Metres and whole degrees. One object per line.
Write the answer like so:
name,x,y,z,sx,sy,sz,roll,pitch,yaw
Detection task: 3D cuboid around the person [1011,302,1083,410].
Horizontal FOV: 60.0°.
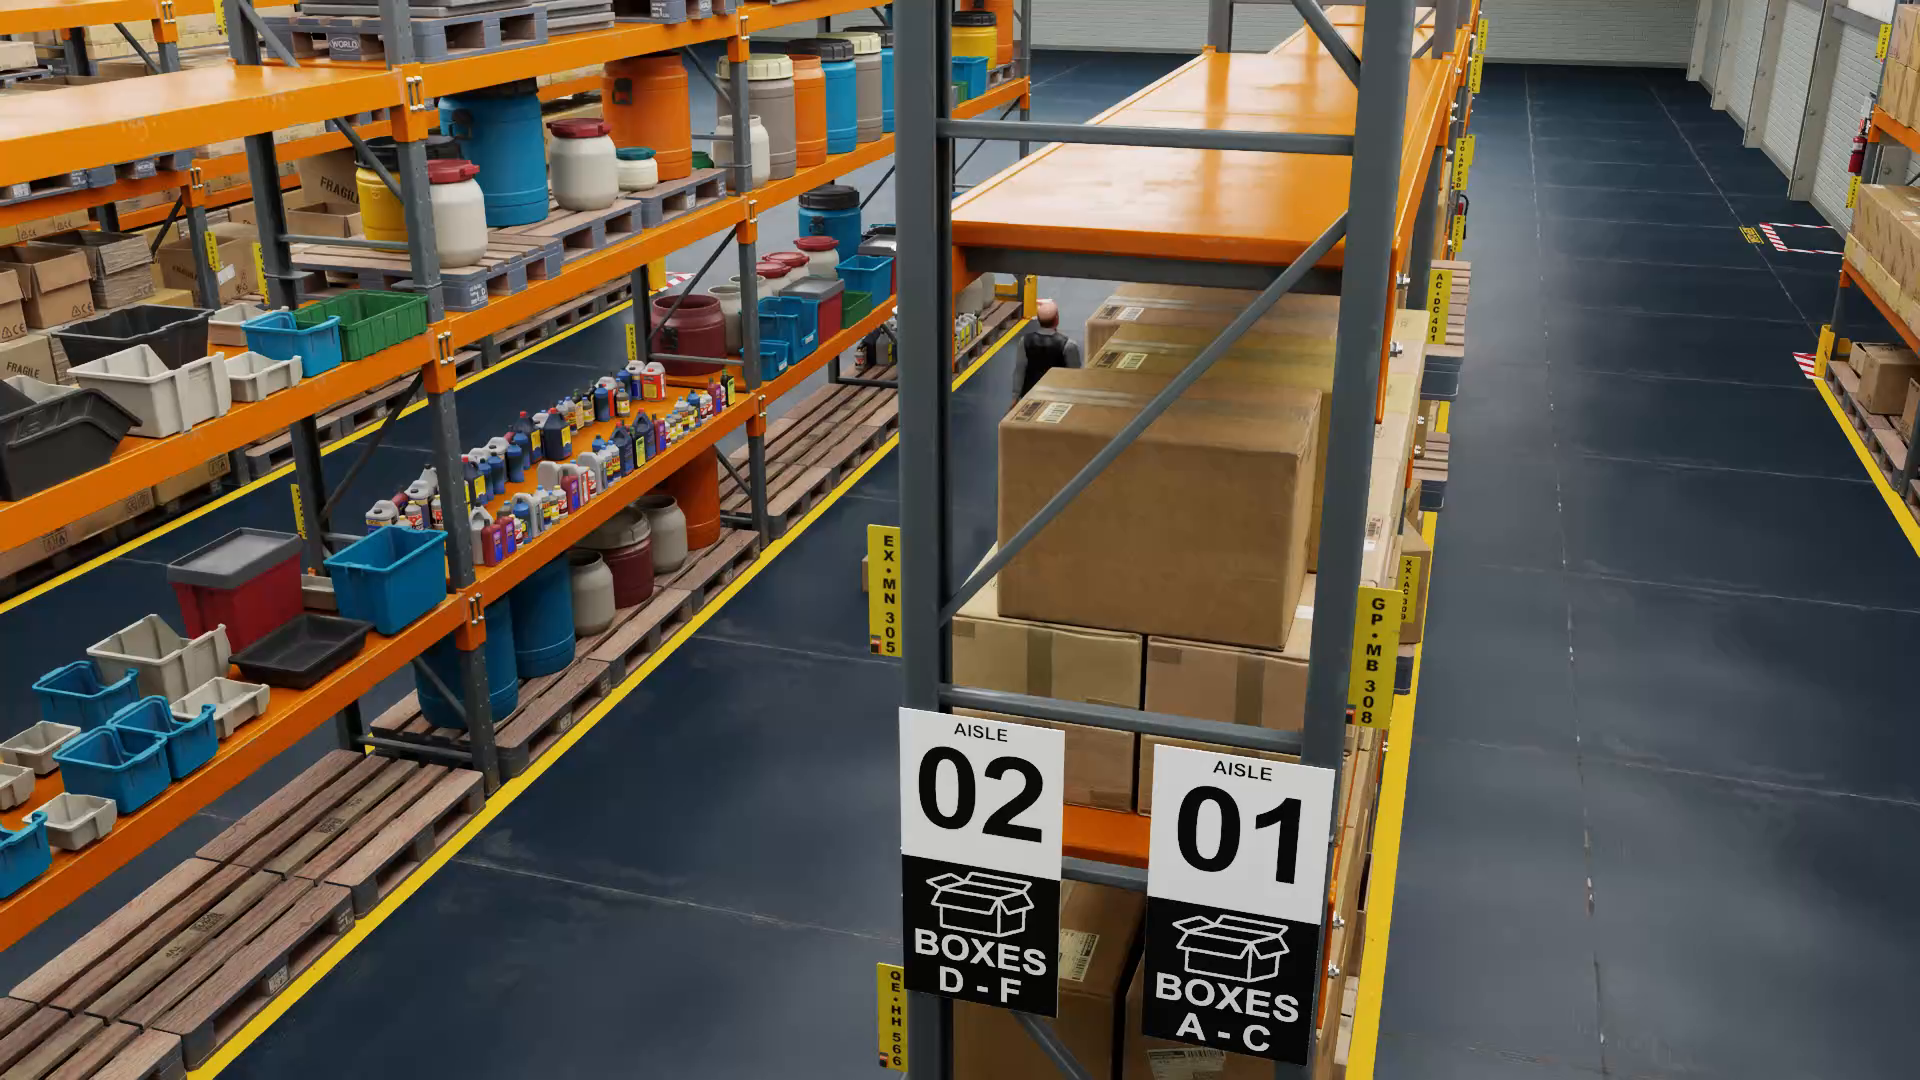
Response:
person,0.792,-1.203,14.094,0.579,1.695,0.904,10,24,24
